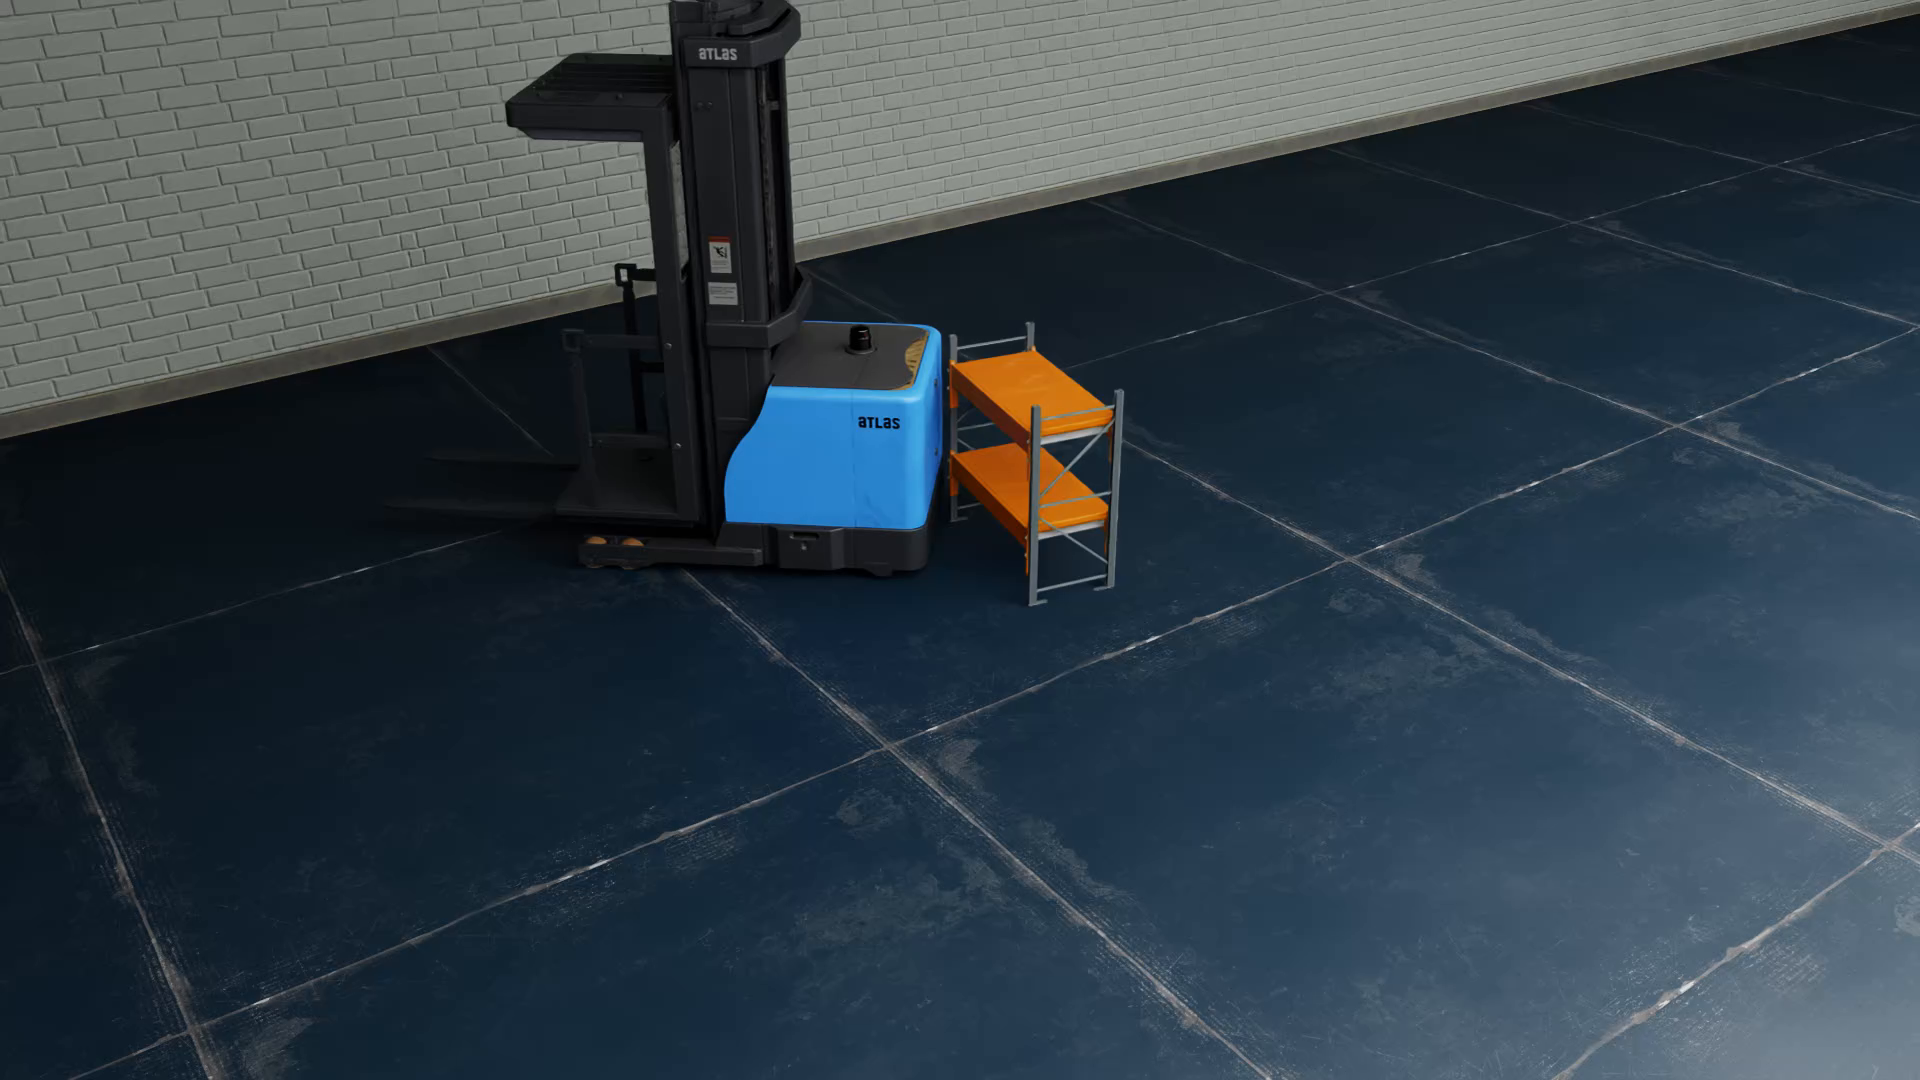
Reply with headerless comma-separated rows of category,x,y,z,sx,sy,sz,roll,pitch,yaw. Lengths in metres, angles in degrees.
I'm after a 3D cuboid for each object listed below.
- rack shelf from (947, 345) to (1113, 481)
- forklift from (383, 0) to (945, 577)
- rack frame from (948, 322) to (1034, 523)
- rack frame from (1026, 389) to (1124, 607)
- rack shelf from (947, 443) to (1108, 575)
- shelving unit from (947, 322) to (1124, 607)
rack shelf,0.375,-0.680,8.711,0.538,0.278,1.000,-12,31,-21
forklift,-1.637,-1.375,8.710,3.031,2.935,1.130,3,29,5
rack frame,0.170,-0.645,9.260,0.500,1.125,0.032,-12,31,-21
rack frame,0.580,-0.201,8.442,0.500,1.125,0.032,-12,31,-21
rack shelf,0.375,-0.208,8.967,0.538,0.278,1.000,-12,31,-21
shelving unit,0.375,-0.423,8.851,0.538,1.125,1.048,-12,31,-21
